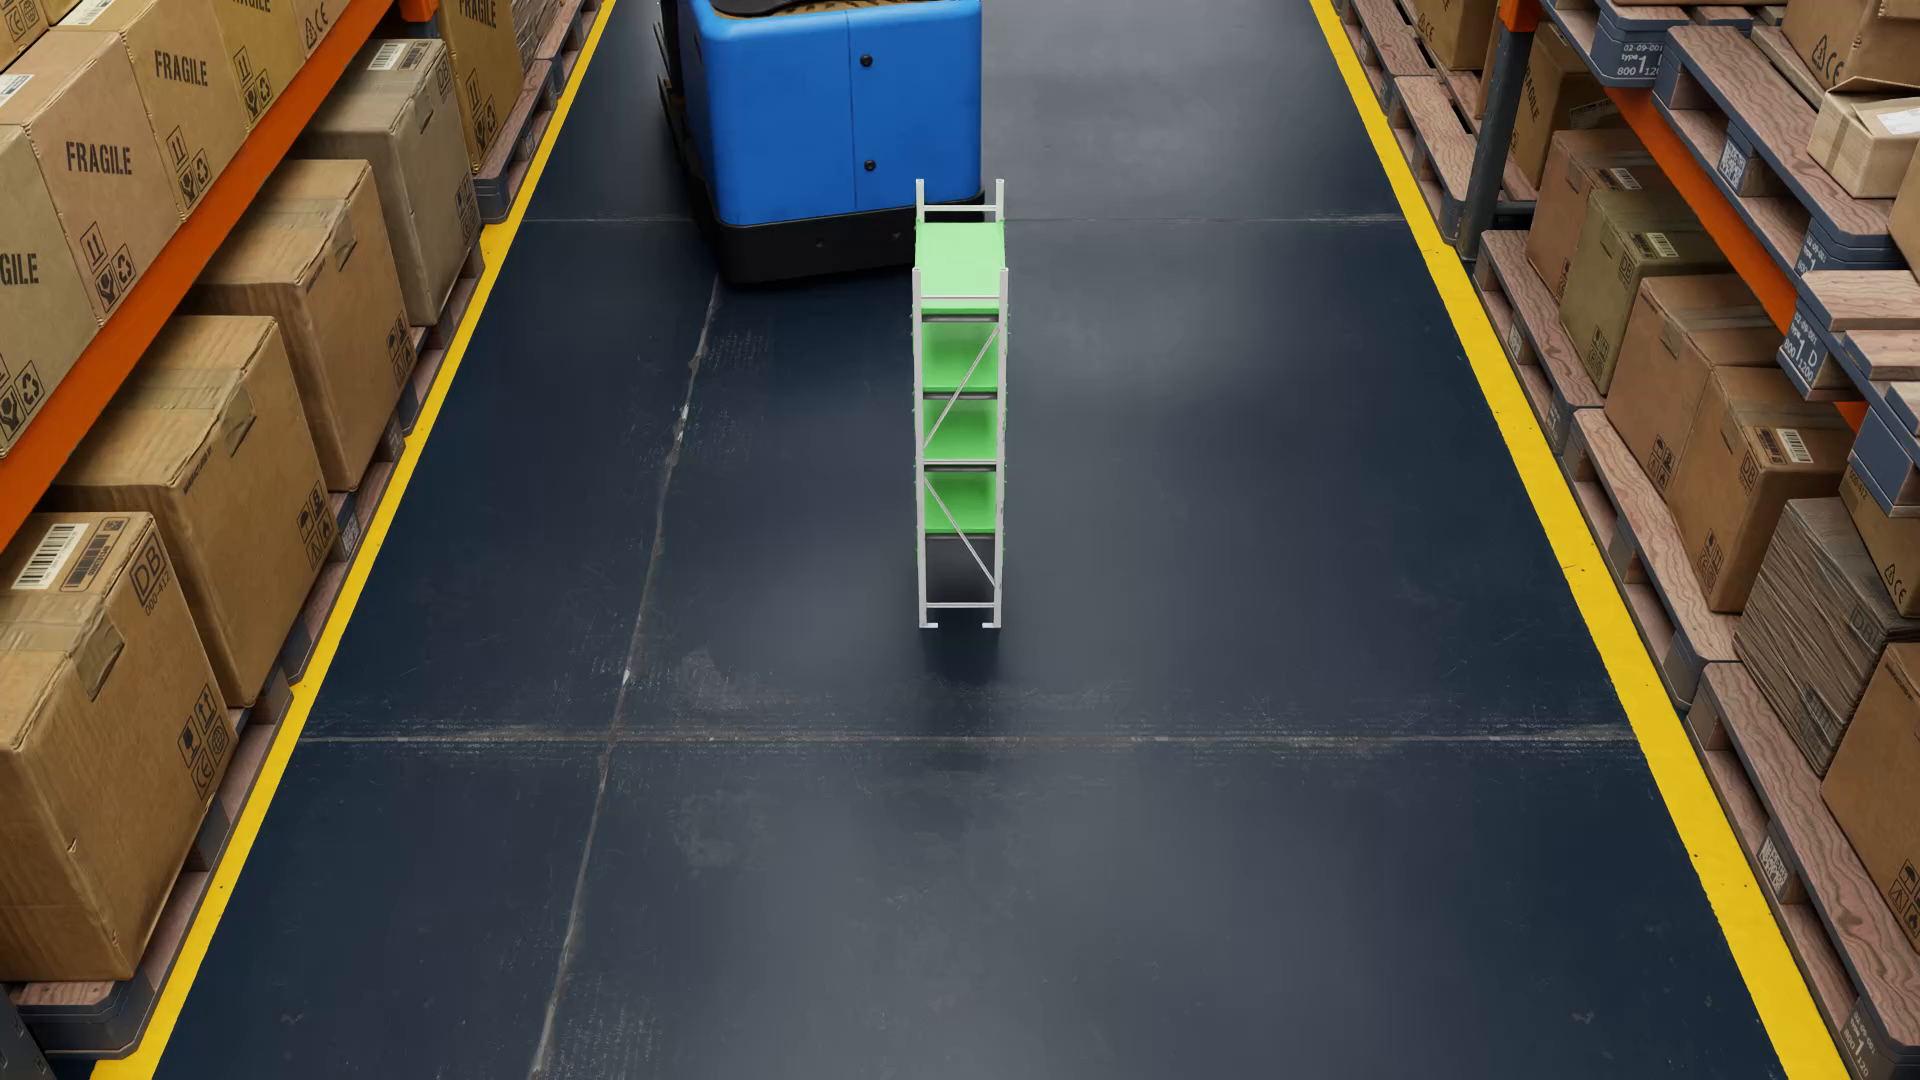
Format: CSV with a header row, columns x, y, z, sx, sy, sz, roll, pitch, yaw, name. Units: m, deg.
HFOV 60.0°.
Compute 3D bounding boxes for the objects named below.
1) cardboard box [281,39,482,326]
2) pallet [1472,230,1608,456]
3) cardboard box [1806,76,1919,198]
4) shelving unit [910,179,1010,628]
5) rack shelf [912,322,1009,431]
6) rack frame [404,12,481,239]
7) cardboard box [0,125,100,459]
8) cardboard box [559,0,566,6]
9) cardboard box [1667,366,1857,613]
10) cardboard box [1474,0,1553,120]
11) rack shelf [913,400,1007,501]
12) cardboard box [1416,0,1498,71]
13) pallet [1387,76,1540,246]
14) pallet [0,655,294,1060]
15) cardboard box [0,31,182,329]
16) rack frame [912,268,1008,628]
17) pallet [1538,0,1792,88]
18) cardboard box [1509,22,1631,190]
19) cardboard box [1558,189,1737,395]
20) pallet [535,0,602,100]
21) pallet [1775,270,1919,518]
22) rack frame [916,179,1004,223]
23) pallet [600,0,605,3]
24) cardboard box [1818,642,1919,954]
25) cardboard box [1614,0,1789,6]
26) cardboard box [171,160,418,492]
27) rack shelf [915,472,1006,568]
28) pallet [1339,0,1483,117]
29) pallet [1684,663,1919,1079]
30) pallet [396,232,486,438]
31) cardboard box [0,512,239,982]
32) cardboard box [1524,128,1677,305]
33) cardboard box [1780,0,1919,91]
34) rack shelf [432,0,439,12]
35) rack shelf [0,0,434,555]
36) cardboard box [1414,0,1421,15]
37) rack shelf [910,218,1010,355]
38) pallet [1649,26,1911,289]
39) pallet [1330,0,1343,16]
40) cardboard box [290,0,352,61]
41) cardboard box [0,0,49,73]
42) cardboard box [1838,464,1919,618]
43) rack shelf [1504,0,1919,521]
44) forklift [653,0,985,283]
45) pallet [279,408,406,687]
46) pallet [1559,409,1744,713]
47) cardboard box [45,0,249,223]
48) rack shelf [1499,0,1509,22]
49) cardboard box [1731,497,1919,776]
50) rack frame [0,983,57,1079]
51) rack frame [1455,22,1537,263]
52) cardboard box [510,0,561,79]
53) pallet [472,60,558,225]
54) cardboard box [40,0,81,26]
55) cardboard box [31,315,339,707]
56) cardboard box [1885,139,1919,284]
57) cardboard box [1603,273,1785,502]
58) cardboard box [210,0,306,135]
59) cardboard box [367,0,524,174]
x,y,z,sx,sy,sz,roll,pitch,yaw,name
-2.368,-1.272,5.901,1.050,0.750,0.750,0,39,0,cardboard box
2.504,-0.739,6.004,1.003,0.211,1.213,0,39,0,pallet
2.234,-0.967,3.829,0.396,0.266,0.258,-1,39,-1,cardboard box
0.000,-0.365,4.746,0.258,1.200,0.503,0,39,0,shelving unit
0.000,-0.502,4.635,0.258,0.148,0.480,0,39,0,rack shelf
-2.459,-2.374,5.813,1.000,3.000,0.127,0,39,0,rack frame
-2.188,-0.510,3.408,0.500,0.500,0.500,0,39,0,cardboard box
-2.393,-3.236,8.252,0.875,0.875,0.875,-1,39,-1,cardboard box
2.464,-0.129,4.660,0.700,0.500,0.500,3,39,4,cardboard box
2.533,-2.111,7.149,0.500,0.500,0.500,12,40,14,cardboard box
0.000,-0.315,4.786,0.258,0.148,0.480,0,39,0,rack shelf
2.453,-2.499,7.633,0.500,0.500,0.500,-3,39,-4,cardboard box
2.465,-1.646,7.135,1.003,0.211,1.213,0,39,0,pallet
-2.380,0.723,4.179,1.003,0.211,1.213,0,39,0,pallet
-2.188,-0.826,3.802,0.500,0.500,0.500,0,39,0,cardboard box
0.000,-0.212,4.555,0.240,1.200,0.015,0,39,0,rack frame
2.357,-1.761,5.202,1.003,0.211,1.213,0,39,0,pallet
2.541,-1.753,6.702,0.500,0.500,0.500,-1,39,-1,cardboard box
2.462,-0.828,5.532,0.700,0.500,0.500,0,39,0,cardboard box
-2.386,-2.526,8.233,1.003,0.211,1.213,0,39,0,pallet
2.399,-0.183,3.234,1.213,0.211,1.003,0,39,0,pallet
0.000,-0.517,4.936,0.240,1.200,0.015,0,39,0,rack frame
-2.384,-3.287,9.183,1.003,0.211,1.213,0,39,0,pallet
2.485,0.572,3.785,0.700,0.500,0.500,-2,39,-2,cardboard box
2.362,-2.215,4.800,1.000,1.000,1.000,0,39,0,cardboard box
-2.371,-0.668,5.149,1.050,0.750,0.750,0,39,0,cardboard box
0.000,-0.128,4.936,0.258,0.148,0.480,0,39,0,rack shelf
2.461,-2.411,8.090,1.003,0.211,1.213,0,39,0,pallet
2.506,0.787,4.099,1.003,0.211,1.213,0,39,0,pallet
-2.383,-0.803,6.083,1.003,0.211,1.213,0,39,0,pallet
-2.365,0.461,3.740,1.050,0.750,0.750,-1,39,-1,cardboard box
2.481,-1.126,5.904,0.700,0.500,0.500,-3,39,-4,cardboard box
2.596,-1.434,4.223,0.797,0.503,0.637,4,39,5,cardboard box
-2.461,-3.344,7.599,1.077,0.370,4.000,0,39,0,rack shelf
-2.456,-0.842,4.478,1.077,0.370,4.000,0,39,0,rack shelf
2.497,-2.848,8.069,0.500,0.500,0.500,3,39,4,cardboard box
0.000,-0.689,4.485,0.258,0.148,0.480,0,39,0,rack shelf
2.463,-0.976,4.222,1.003,0.211,1.213,0,39,0,pallet
2.462,-3.172,9.039,1.003,0.211,1.213,0,39,0,pallet
-2.190,-1.771,4.981,0.500,0.500,0.500,0,39,-1,cardboard box
-2.449,-1.219,3.493,0.700,0.500,0.500,-1,39,-1,cardboard box
2.464,-0.052,3.964,0.500,0.250,0.500,4,39,5,cardboard box
2.504,-0.783,4.403,1.077,0.370,4.000,0,39,0,rack shelf
-0.769,-3.052,6.715,1.130,2.935,3.031,-9,40,-11,forklift
-2.378,-0.038,5.129,1.003,0.211,1.213,0,39,0,pallet
2.508,0.026,5.049,1.003,0.211,1.213,0,39,0,pallet
-2.187,-1.137,4.190,0.500,0.500,0.500,0,39,-1,cardboard box
2.499,-3.284,7.525,1.077,0.370,4.000,0,39,0,rack shelf
2.472,0.225,4.217,0.700,0.500,0.500,-3,39,-4,cardboard box
-2.451,0.128,2.692,0.949,2.616,0.053,0,39,0,rack frame
2.501,-2.314,5.739,1.000,3.000,0.127,0,39,0,rack frame
-2.394,-2.666,7.541,0.875,0.875,0.875,0,39,0,cardboard box
-2.381,-1.761,7.279,1.003,0.211,1.213,0,39,0,pallet
-2.450,-1.539,3.892,0.700,0.500,0.500,0,39,0,cardboard box
-2.369,-0.086,4.422,1.050,0.750,0.750,1,39,1,cardboard box
2.365,-0.702,3.312,0.700,0.500,0.500,5,39,7,cardboard box
2.463,-0.478,5.095,0.700,0.500,0.500,-3,39,-4,cardboard box
-2.190,-1.455,4.587,0.500,0.500,0.500,0,39,0,cardboard box
-2.390,-2.102,6.837,0.875,0.875,0.875,1,39,1,cardboard box
